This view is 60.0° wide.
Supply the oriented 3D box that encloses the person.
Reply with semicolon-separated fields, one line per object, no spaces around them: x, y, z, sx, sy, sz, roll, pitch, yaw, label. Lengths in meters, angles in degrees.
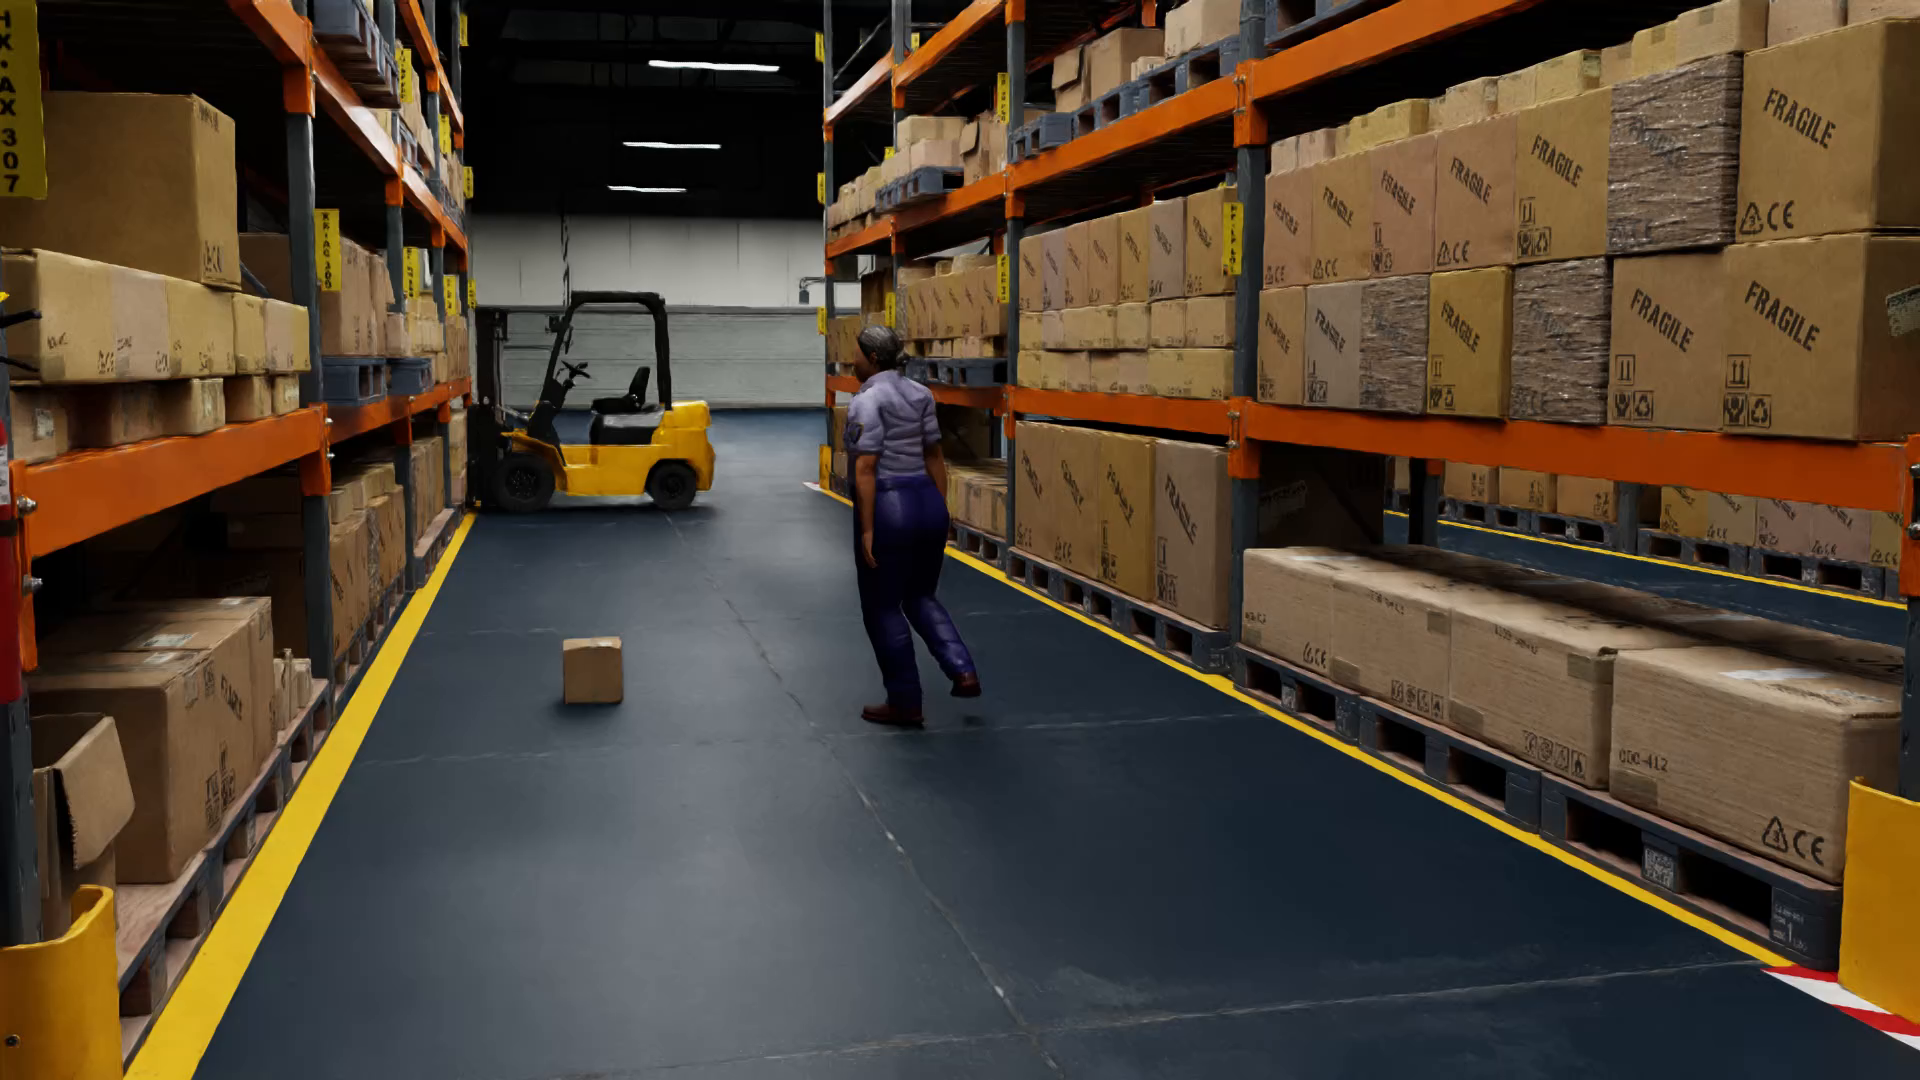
-0.194;-0.054;6.814;0.530;1.626;0.556;5;8;41;person
